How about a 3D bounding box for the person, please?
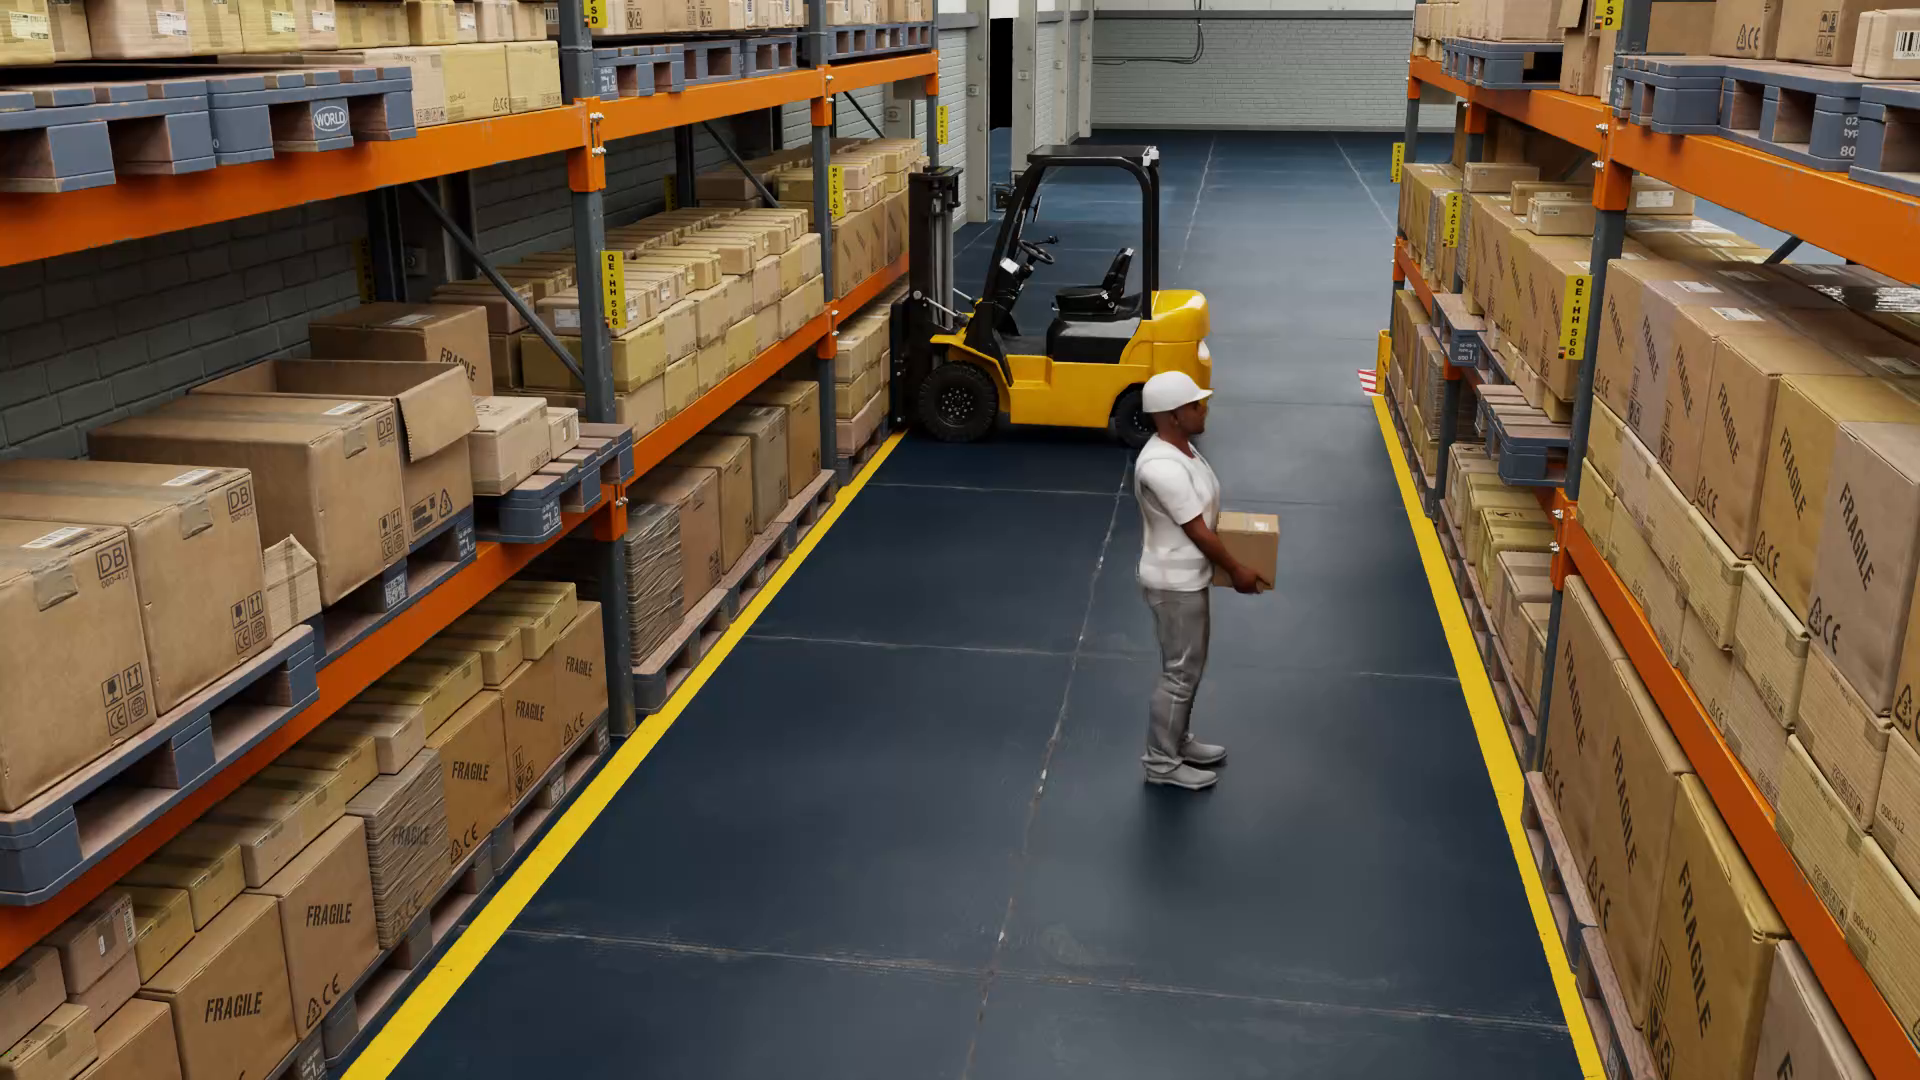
[{"bbox_3d":[1.016,0.168,6.991,0.575,1.767,0.510,3,18,10],"label":"person"}]
